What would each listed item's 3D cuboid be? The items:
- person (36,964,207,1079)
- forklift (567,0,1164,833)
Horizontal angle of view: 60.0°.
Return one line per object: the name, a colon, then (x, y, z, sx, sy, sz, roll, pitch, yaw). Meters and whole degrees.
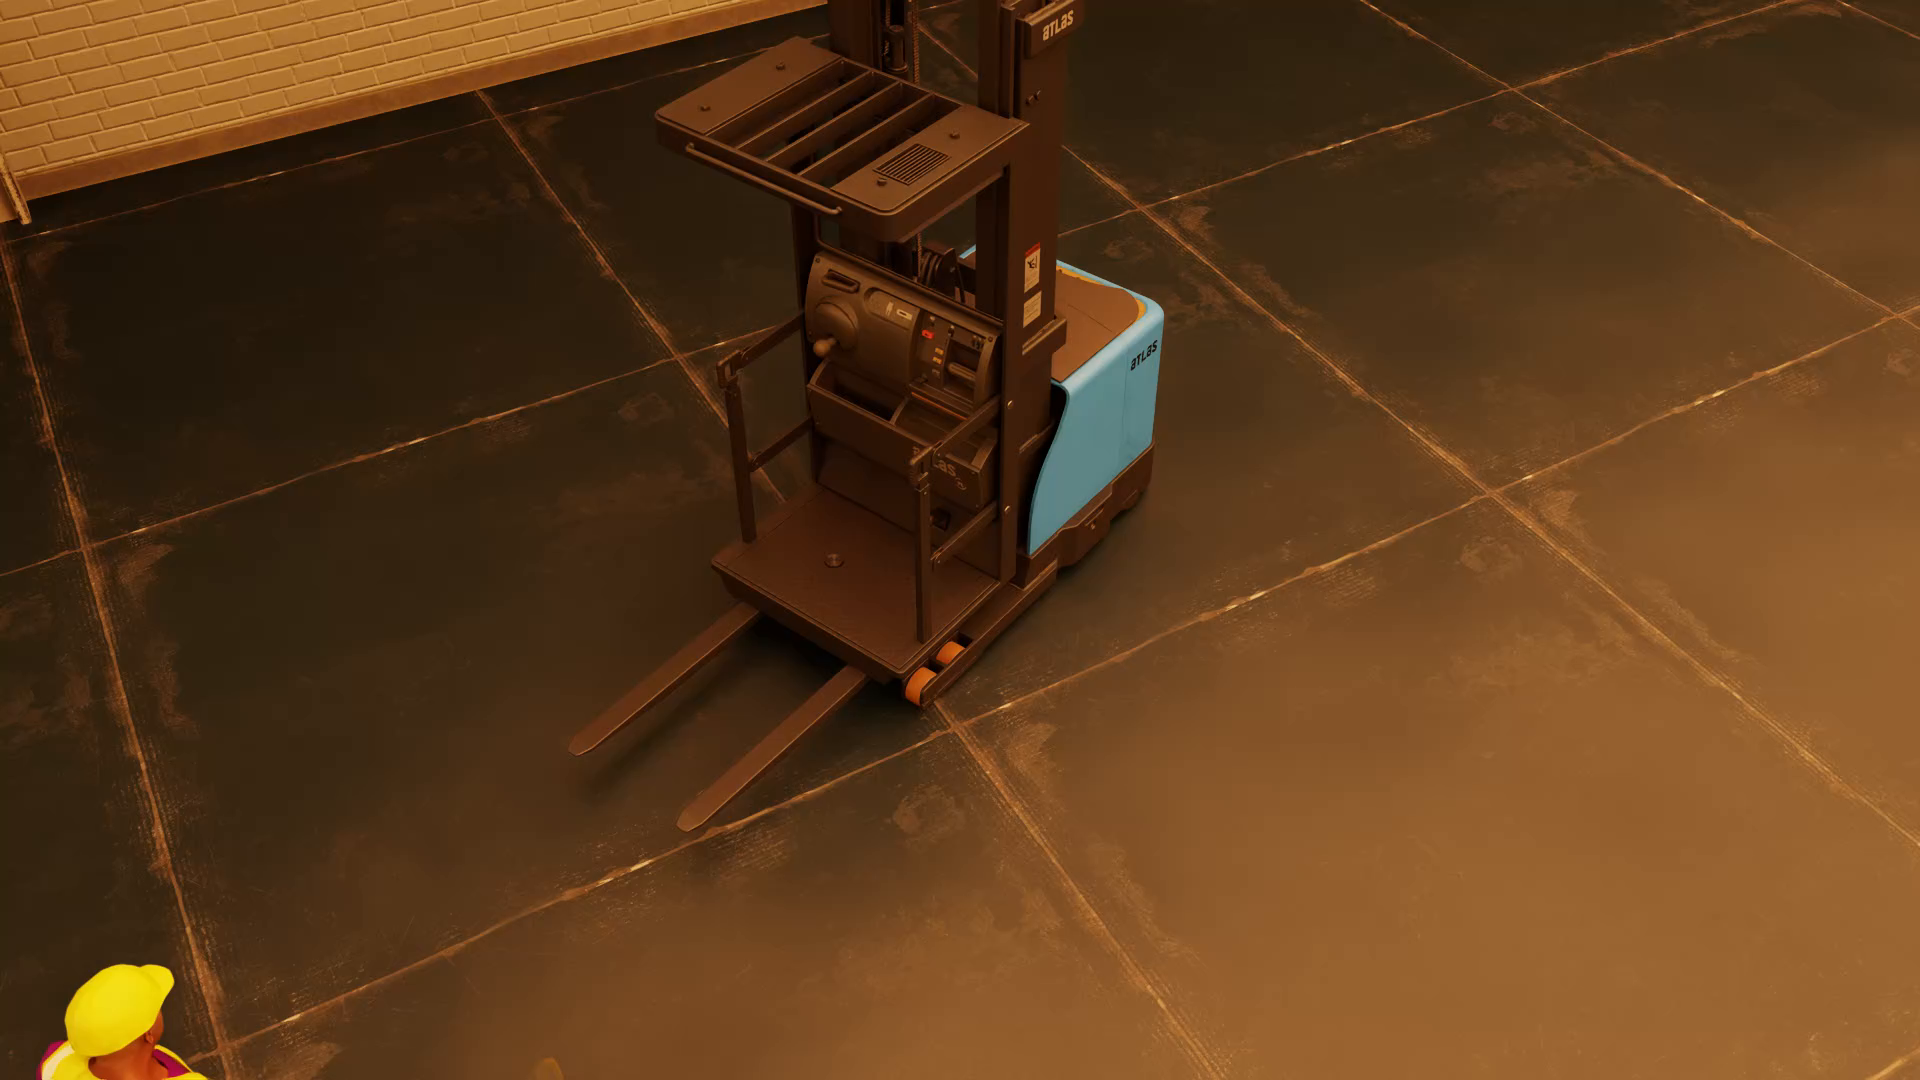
person: (-2.157, 1.763, 4.673, 0.815, 1.741, 0.413, 22, 47, 22)
forklift: (-0.375, -0.749, 6.505, 1.130, 2.935, 3.031, 28, 50, 27)
